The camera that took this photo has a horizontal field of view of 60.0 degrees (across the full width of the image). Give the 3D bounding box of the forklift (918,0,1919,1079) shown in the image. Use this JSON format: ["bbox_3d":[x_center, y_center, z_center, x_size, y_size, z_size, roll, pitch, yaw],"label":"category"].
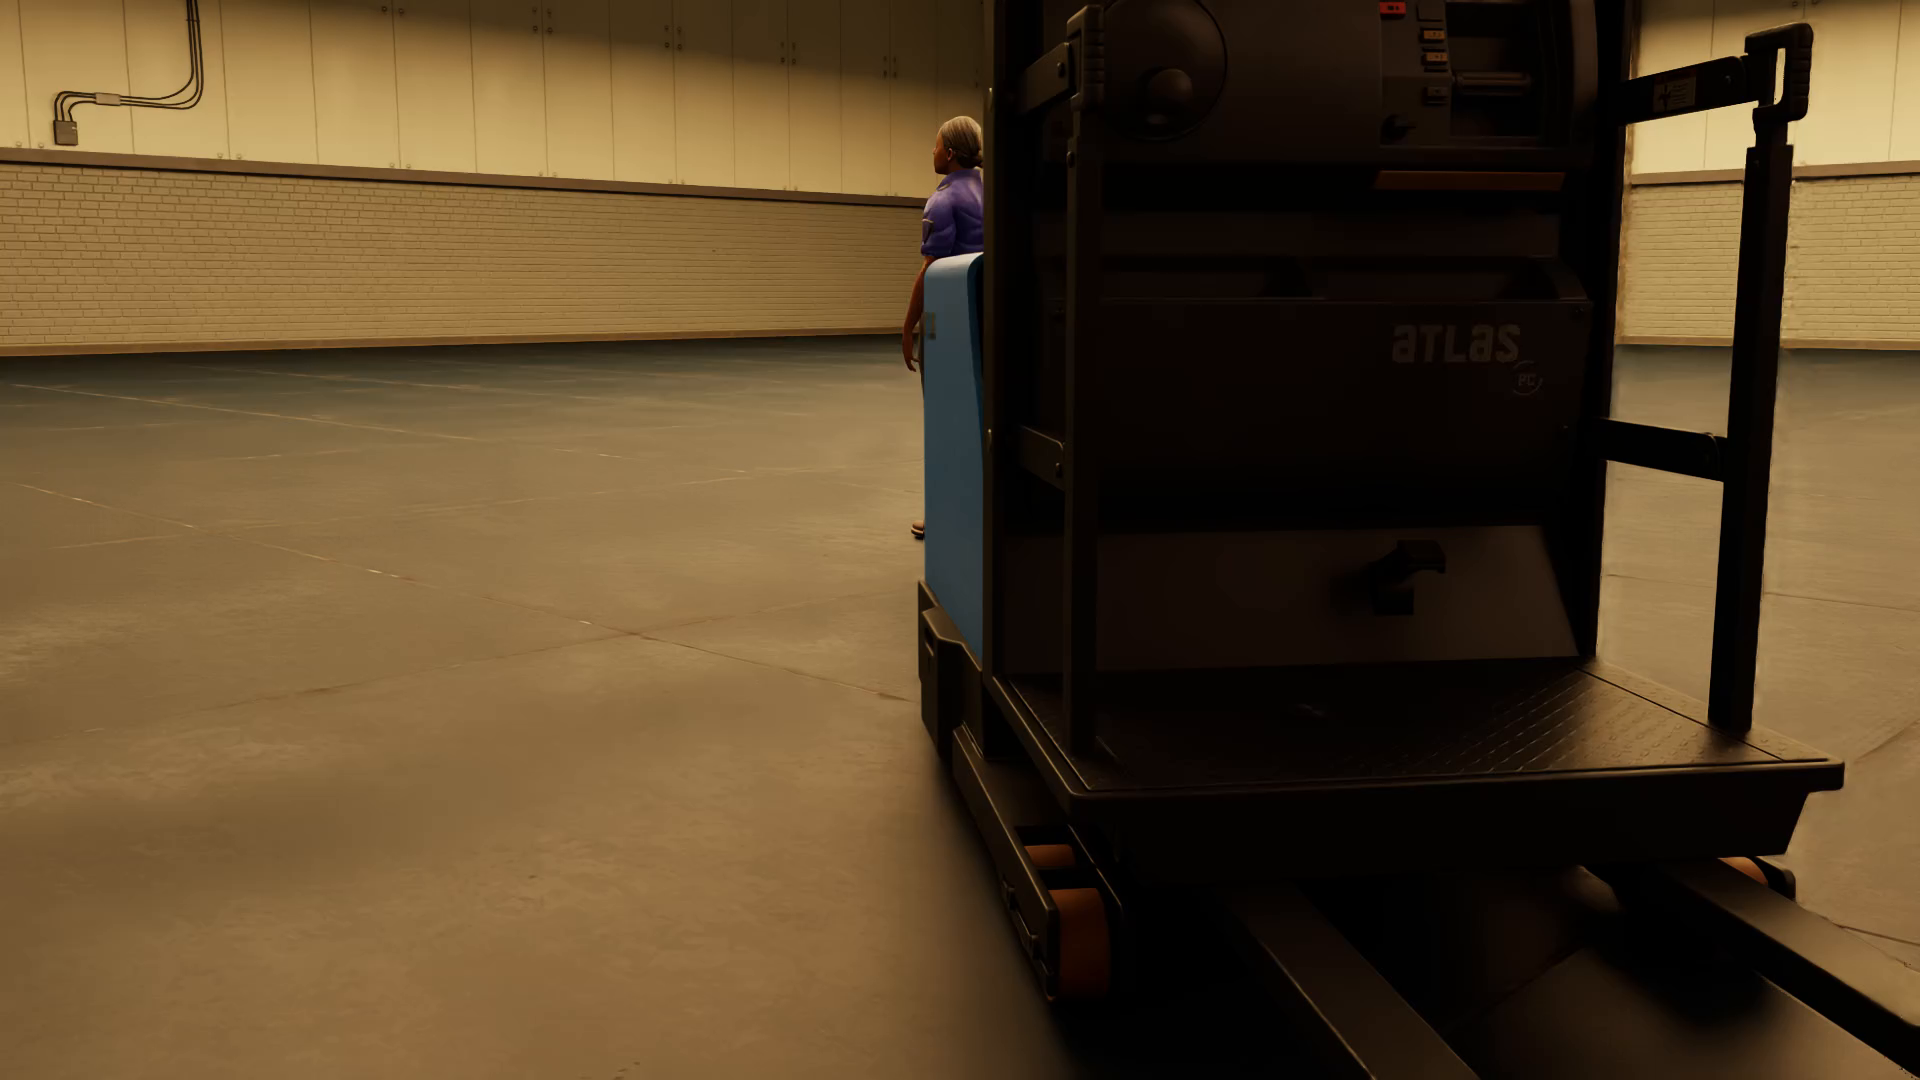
[{"bbox_3d":[0.618,-0.848,2.502,1.130,2.935,3.031,-1,9,-8],"label":"forklift"}]

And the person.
[{"bbox_3d":[-0.049,-0.836,6.667,0.504,1.654,0.570,8,12,43],"label":"person"}]
